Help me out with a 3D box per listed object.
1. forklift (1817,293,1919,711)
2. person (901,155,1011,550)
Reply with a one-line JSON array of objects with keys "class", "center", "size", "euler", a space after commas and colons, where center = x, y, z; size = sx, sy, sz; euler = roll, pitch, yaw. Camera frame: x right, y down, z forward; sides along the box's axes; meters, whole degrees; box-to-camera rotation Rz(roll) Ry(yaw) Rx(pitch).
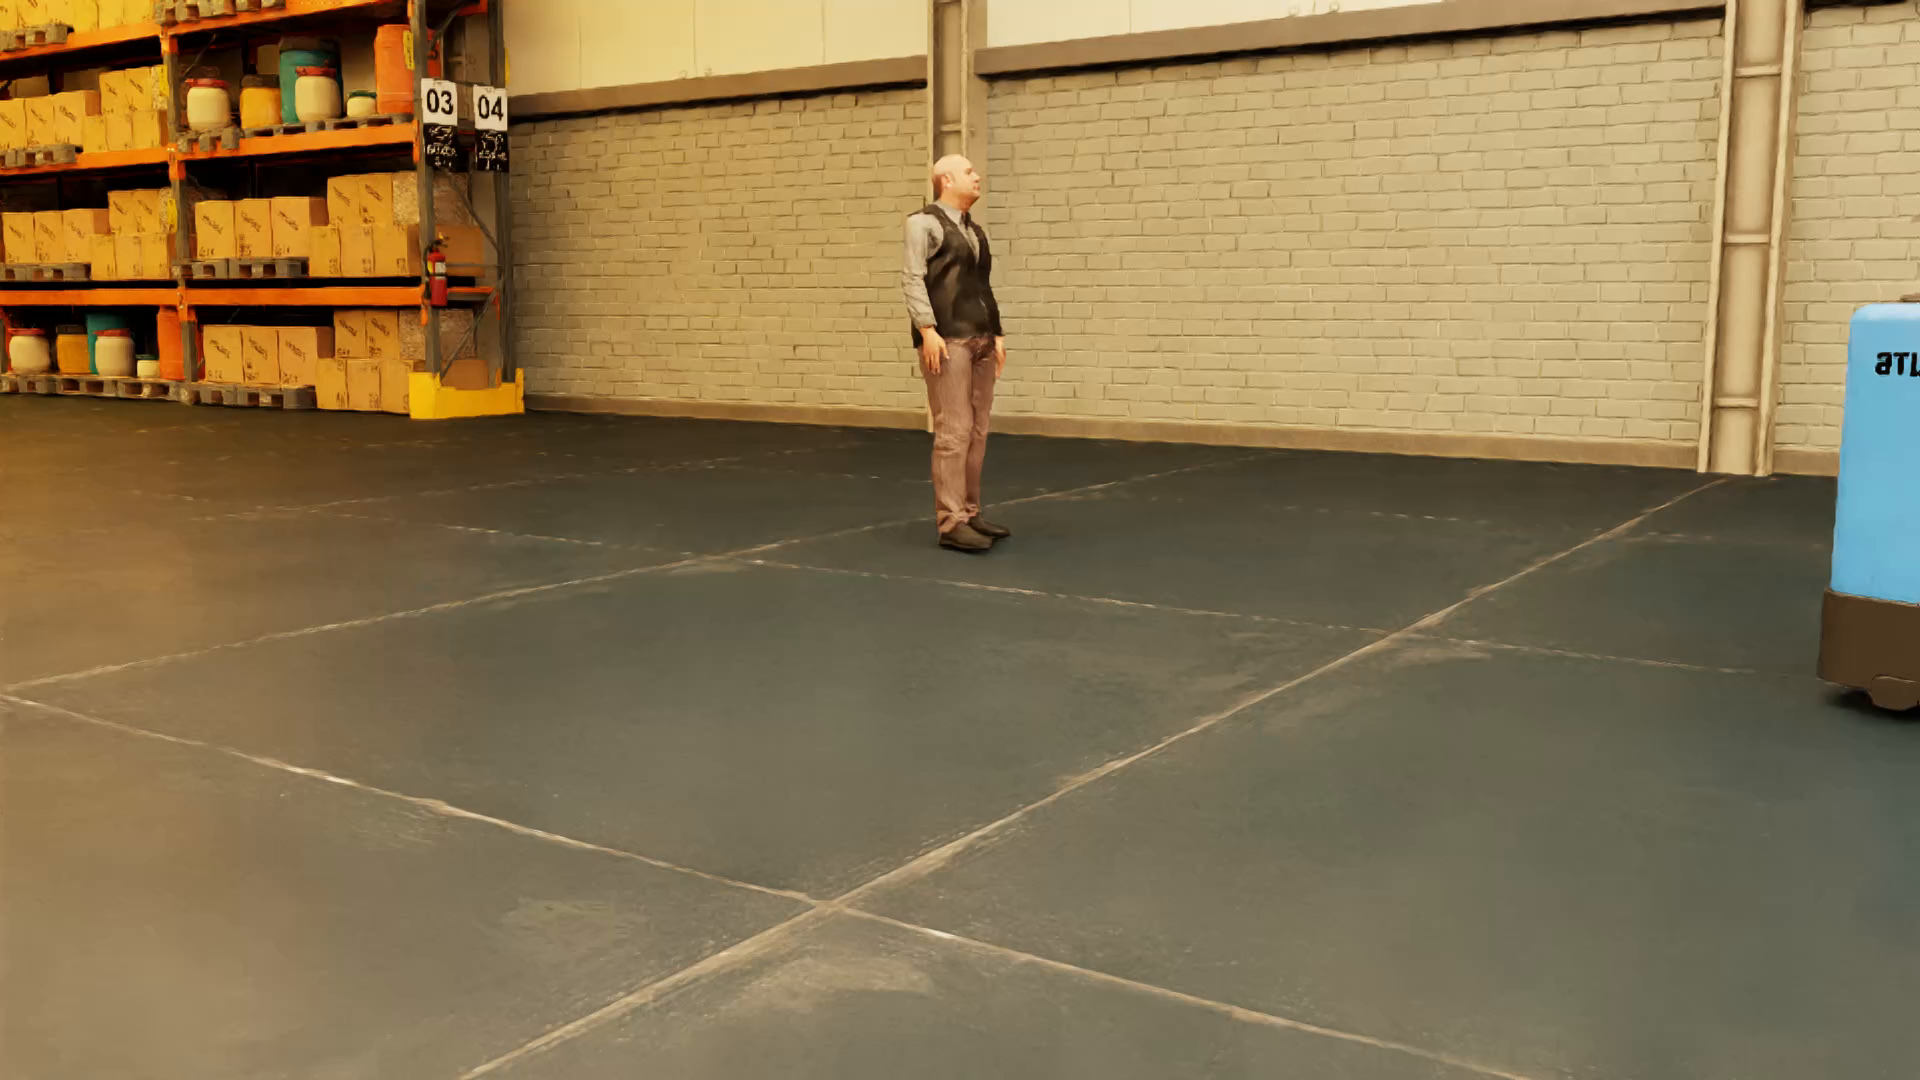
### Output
[{"class": "forklift", "center": [3.589, -0.881, 3.387], "size": [1.130, 2.935, 3.031], "euler": [-6, 10, -36]}, {"class": "person", "center": [0.047, -0.854, 7.440], "size": [0.567, 1.720, 0.632], "euler": [5, 10, 34]}]
